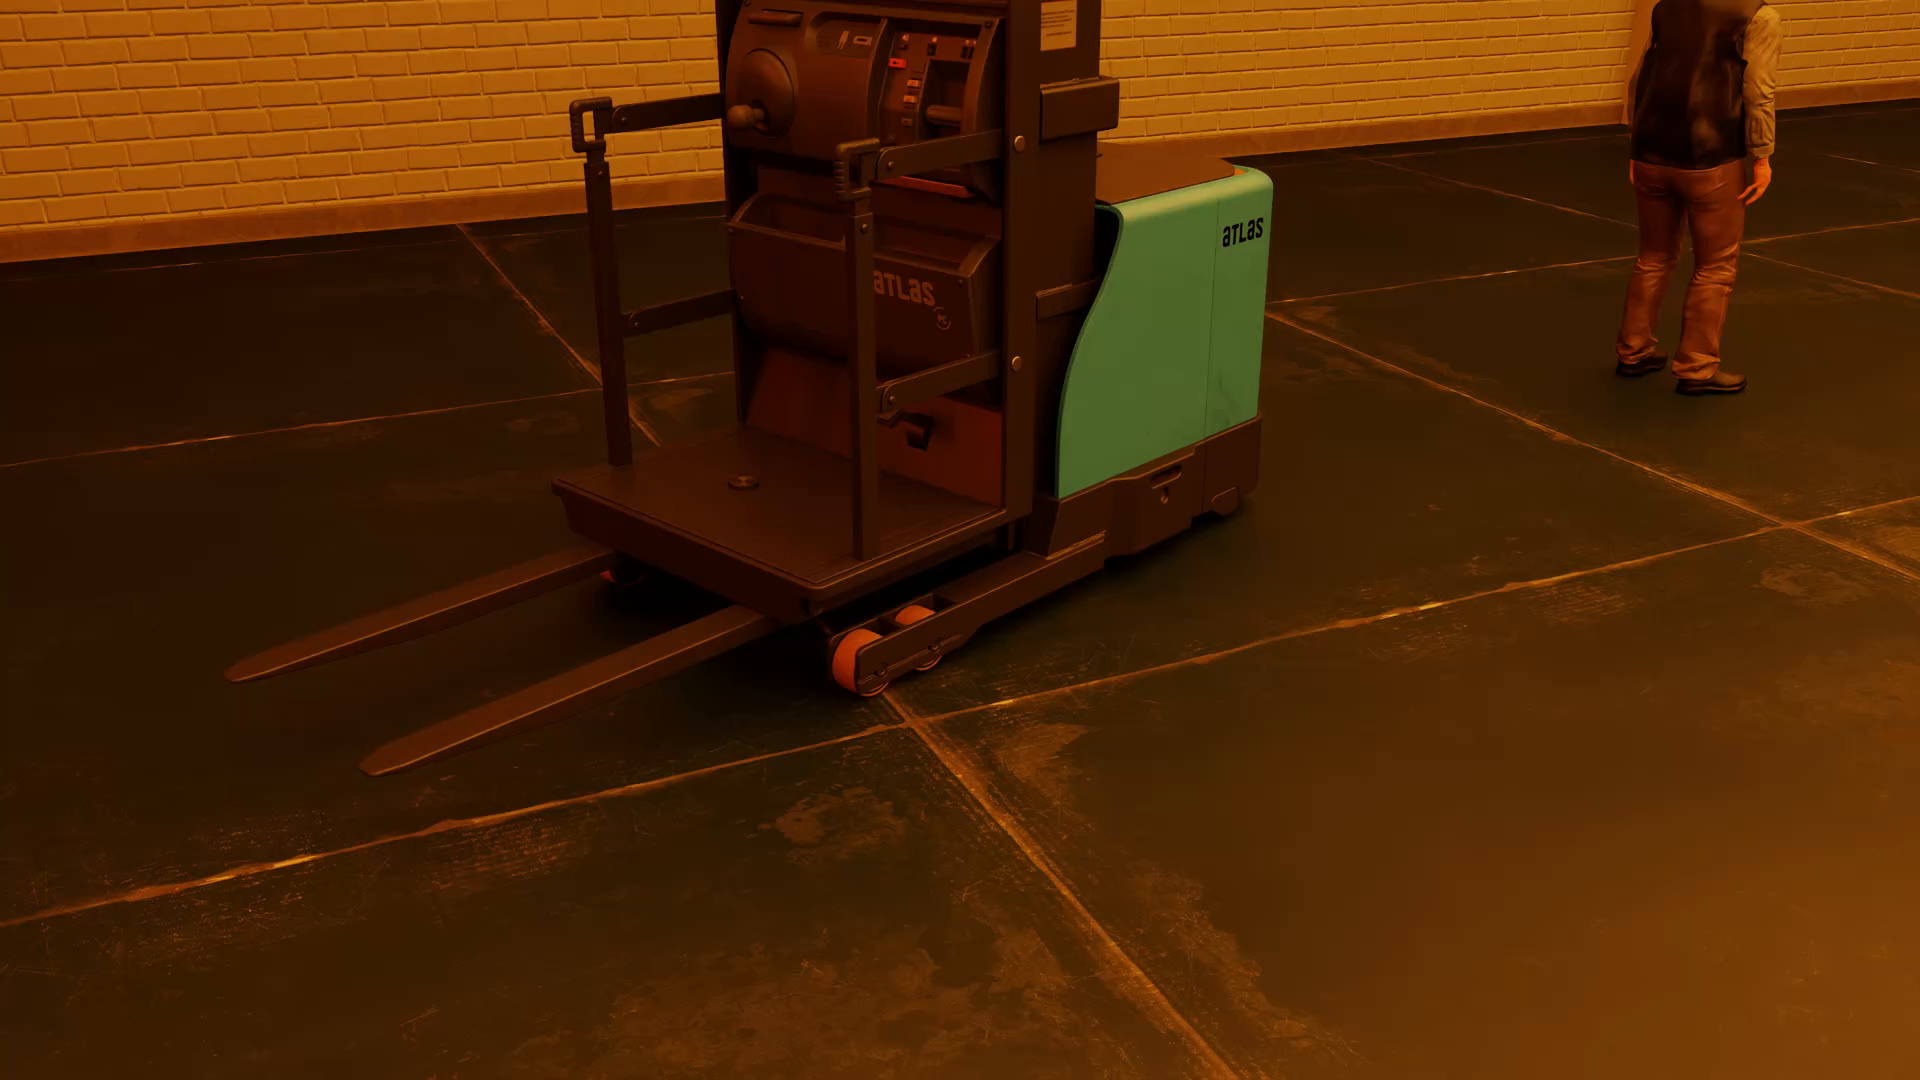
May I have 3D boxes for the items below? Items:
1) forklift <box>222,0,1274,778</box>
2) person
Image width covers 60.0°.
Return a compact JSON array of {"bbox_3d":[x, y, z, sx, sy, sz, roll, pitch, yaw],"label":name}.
[{"bbox_3d":[-0.413,-1.182,4.131,1.130,2.935,3.031,19,29,39],"label":"forklift"},{"bbox_3d":[2.789,-1.439,6.331,0.425,1.720,0.593,-14,26,-30],"label":"person"}]
